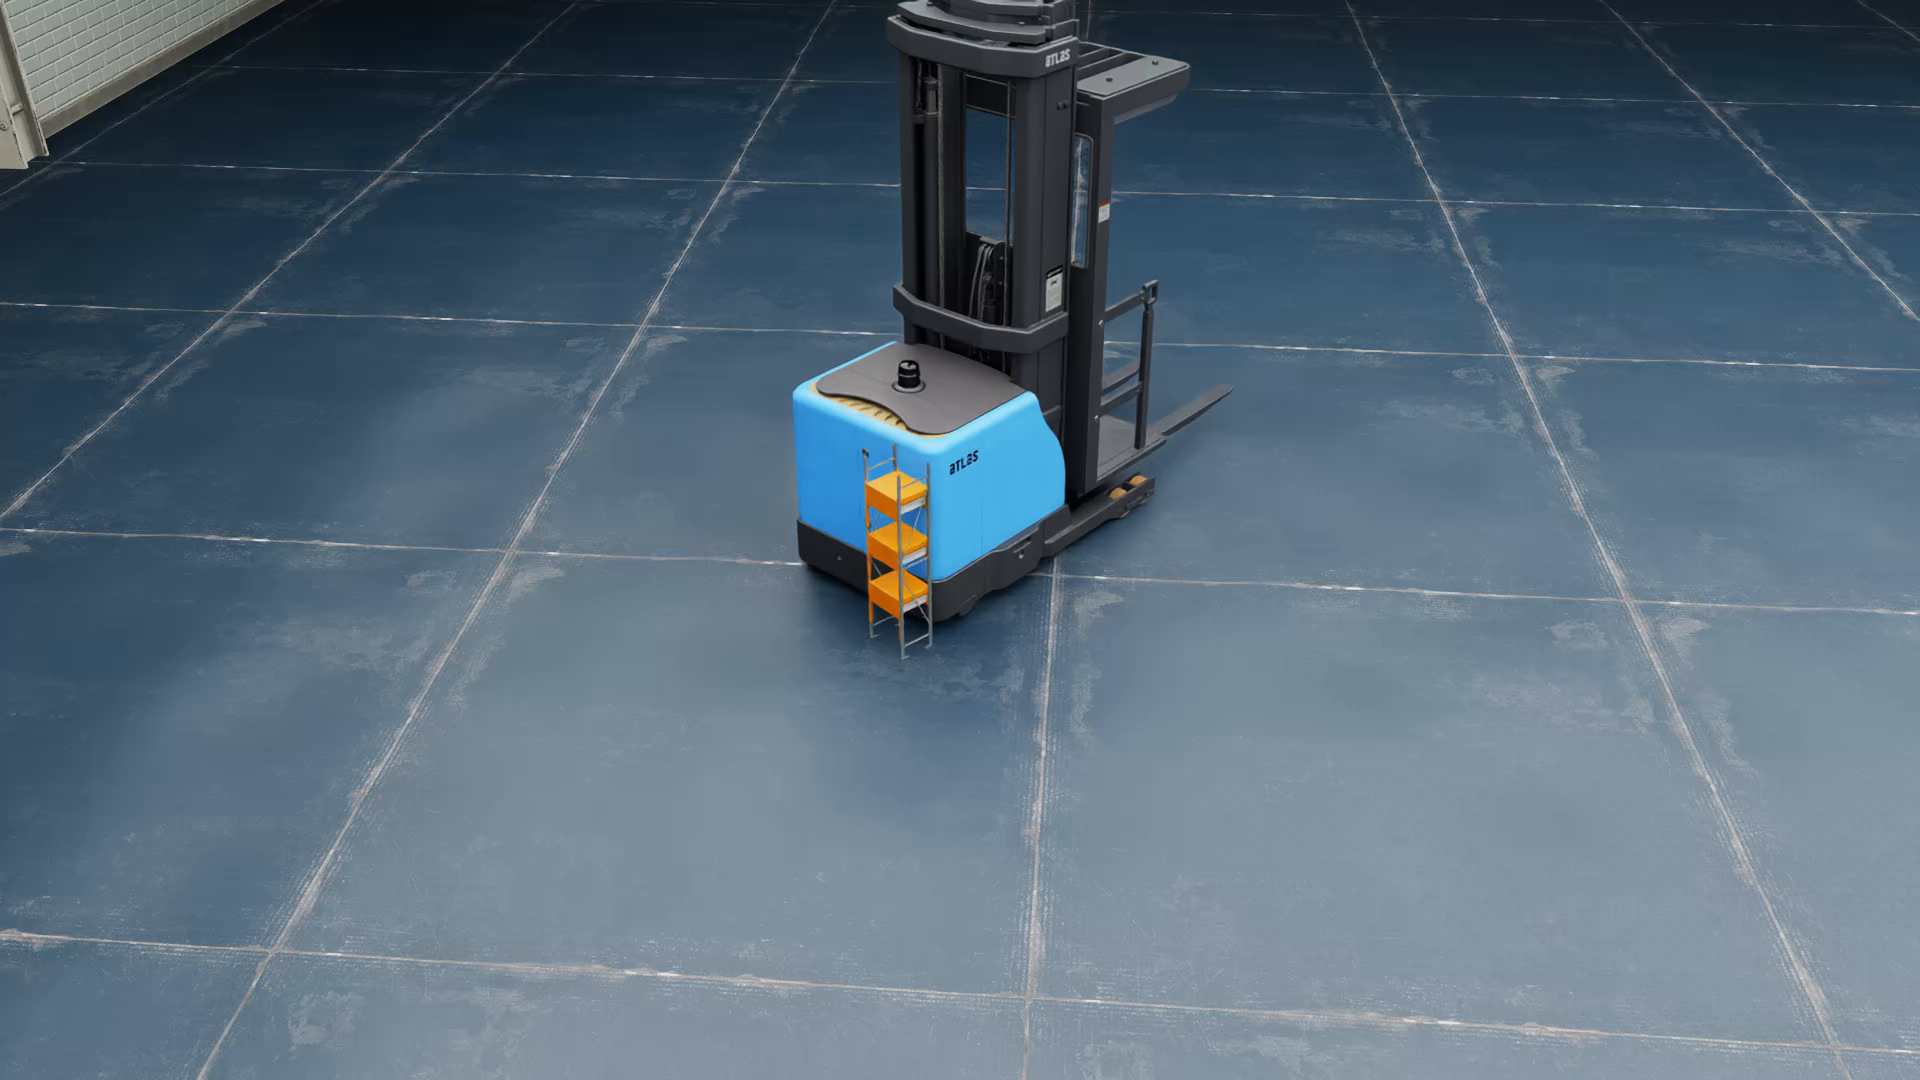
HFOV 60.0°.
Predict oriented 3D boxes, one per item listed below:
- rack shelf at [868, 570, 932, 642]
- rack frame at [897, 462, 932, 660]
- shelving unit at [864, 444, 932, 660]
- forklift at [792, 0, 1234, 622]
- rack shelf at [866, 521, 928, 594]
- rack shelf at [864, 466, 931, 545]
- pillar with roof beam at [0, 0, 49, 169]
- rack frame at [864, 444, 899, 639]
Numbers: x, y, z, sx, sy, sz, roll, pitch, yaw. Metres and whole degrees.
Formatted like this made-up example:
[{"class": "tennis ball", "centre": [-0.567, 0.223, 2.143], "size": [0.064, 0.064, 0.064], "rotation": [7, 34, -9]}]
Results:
[{"class": "rack shelf", "centre": [-0.299, 0.312, 8.292], "size": [0.215, 0.259, 0.240], "rotation": [-25, 40, -35]}, {"class": "rack frame", "centre": [-0.218, 0.114, 8.064], "size": [0.200, 1.050, 0.008], "rotation": [-25, 40, -35]}, {"class": "shelving unit", "centre": [-0.299, 0.067, 8.141], "size": [0.215, 1.050, 0.252], "rotation": [-25, 40, -35]}, {"class": "forklift", "centre": [0.472, -1.530, 8.938], "size": [1.130, 2.935, 3.031], "rotation": [24, 39, 34]}, {"class": "rack shelf", "centre": [-0.299, 0.076, 8.146], "size": [0.215, 0.259, 0.240], "rotation": [-25, 40, -35]}, {"class": "rack shelf", "centre": [-0.299, -0.166, 7.998], "size": [0.215, 0.259, 0.240], "rotation": [-25, 40, -35]}, {"class": "pillar with roof beam", "centre": [-3.998, -6.991, 12.017], "size": [9.100, 9.000, 0.400], "rotation": [2, 32, 4]}, {"class": "rack frame", "centre": [-0.381, 0.019, 8.218], "size": [0.200, 1.050, 0.008], "rotation": [-25, 40, -35]}]
